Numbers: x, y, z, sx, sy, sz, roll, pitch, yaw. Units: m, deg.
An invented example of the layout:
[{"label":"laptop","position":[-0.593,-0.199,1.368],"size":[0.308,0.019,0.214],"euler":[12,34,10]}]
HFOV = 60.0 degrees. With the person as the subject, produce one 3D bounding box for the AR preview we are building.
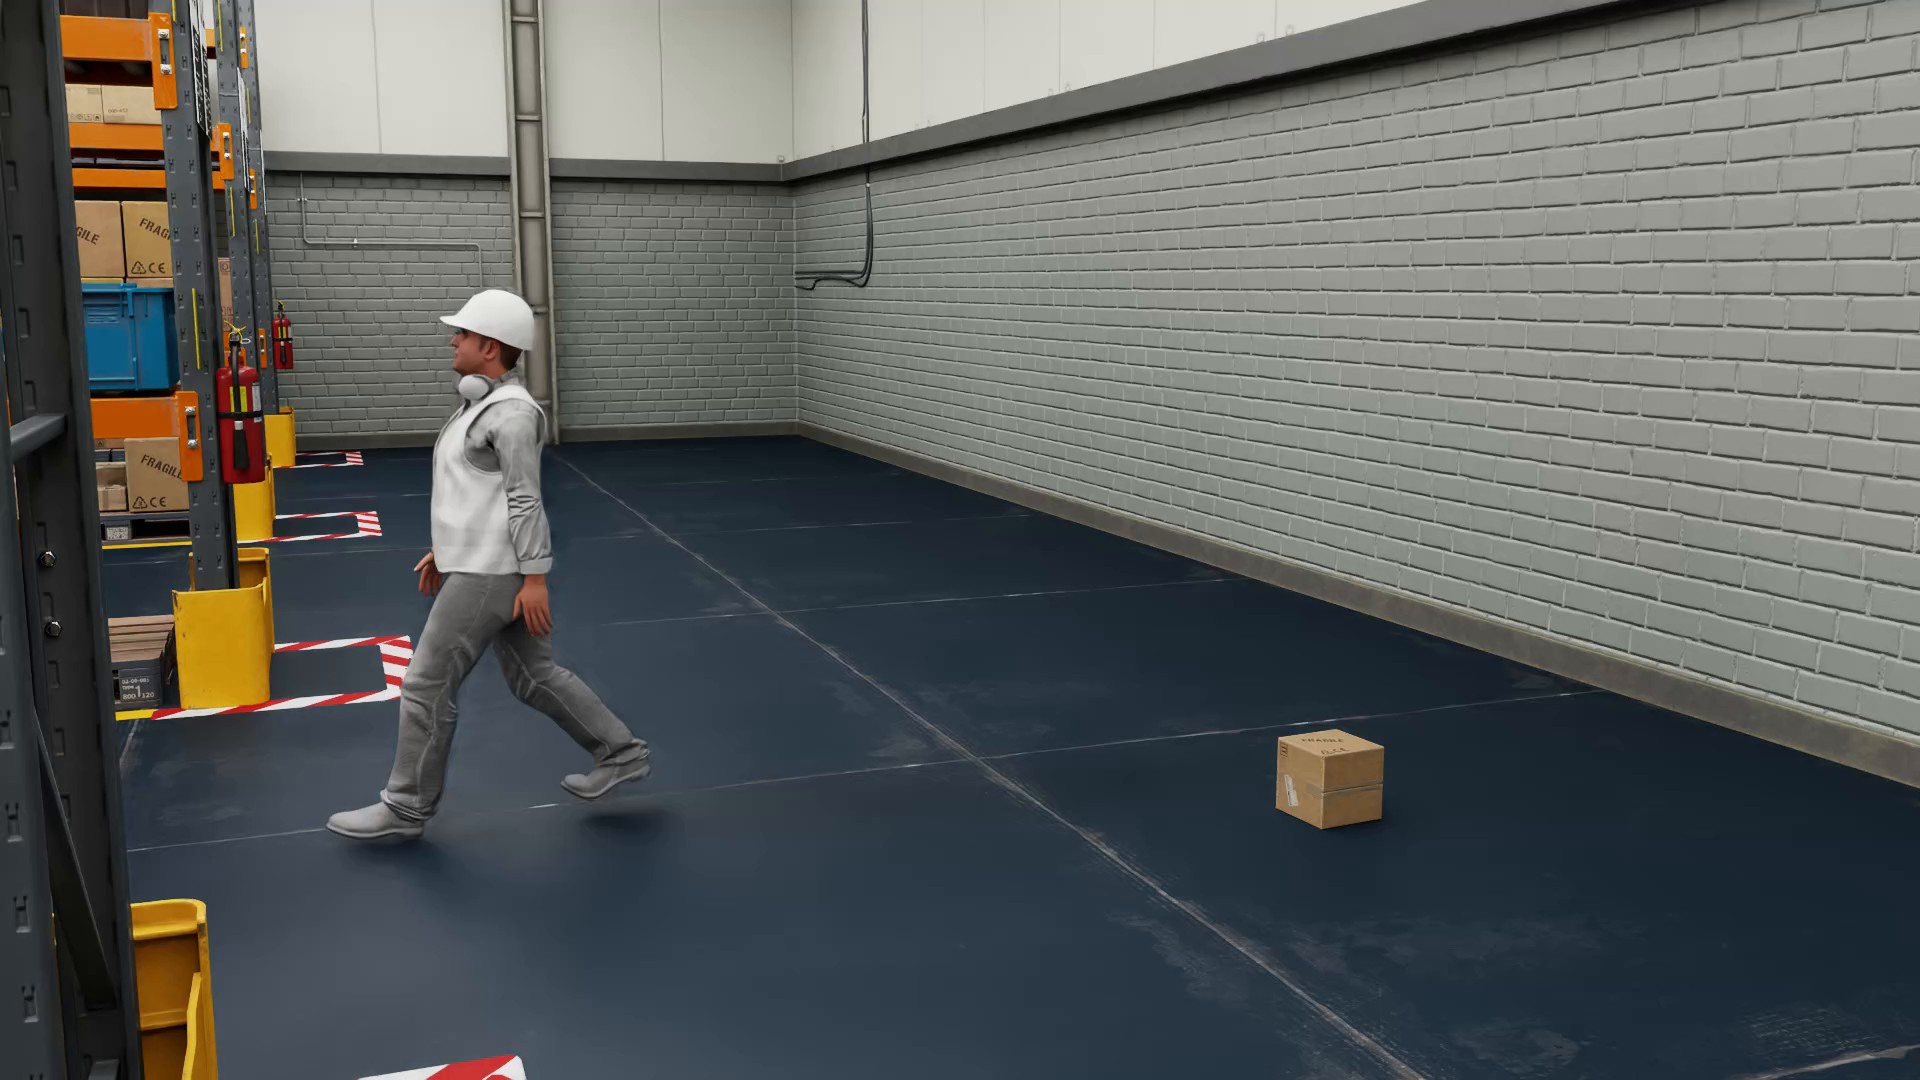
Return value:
[{"label":"person","position":[-1.531,0.069,5.353],"size":[1.022,1.731,0.564],"euler":[-2,9,-15]}]
